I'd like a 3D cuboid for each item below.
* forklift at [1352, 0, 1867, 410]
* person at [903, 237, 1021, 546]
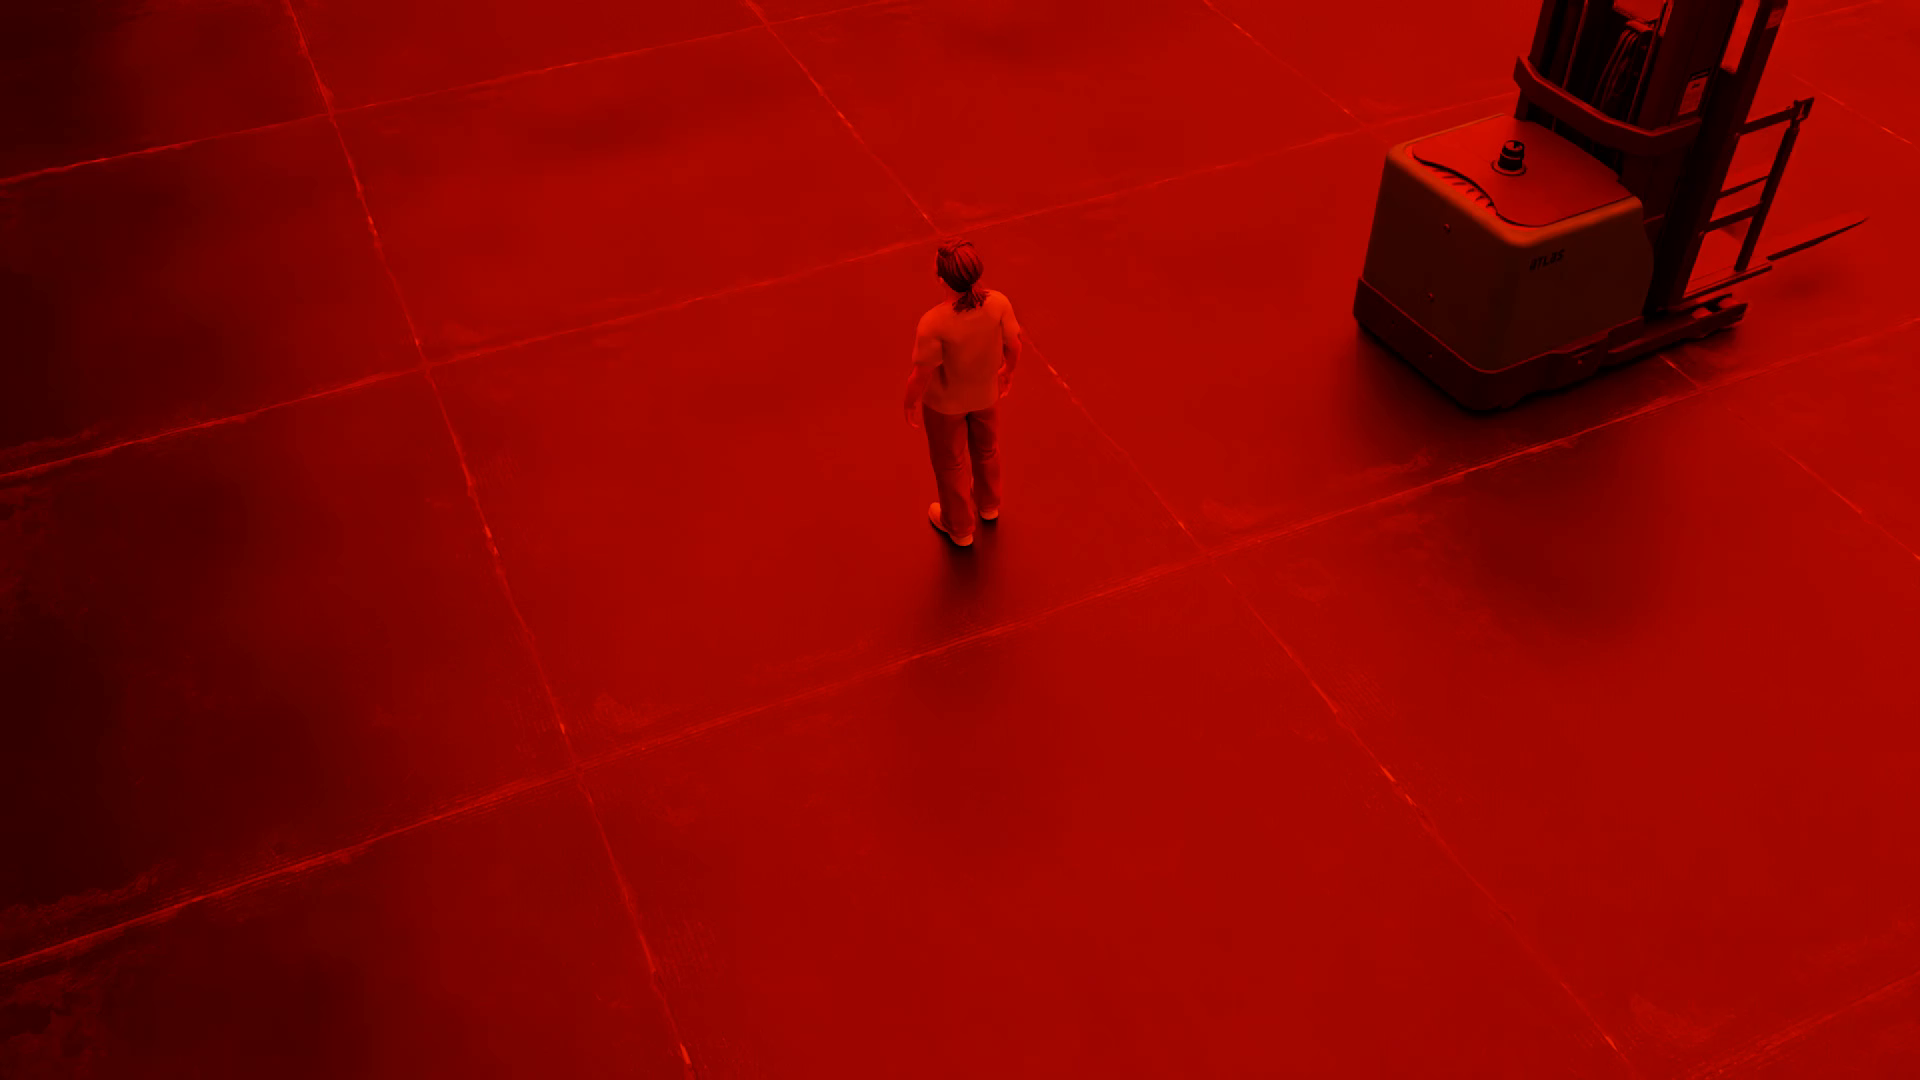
[{"bbox_3d":[3.679,-2.456,8.312,3.031,2.935,1.130,-20,47,-20],"label":"forklift"},{"bbox_3d":[-0.021,-0.667,7.304,0.553,1.673,0.548,-18,46,-18],"label":"person"}]
